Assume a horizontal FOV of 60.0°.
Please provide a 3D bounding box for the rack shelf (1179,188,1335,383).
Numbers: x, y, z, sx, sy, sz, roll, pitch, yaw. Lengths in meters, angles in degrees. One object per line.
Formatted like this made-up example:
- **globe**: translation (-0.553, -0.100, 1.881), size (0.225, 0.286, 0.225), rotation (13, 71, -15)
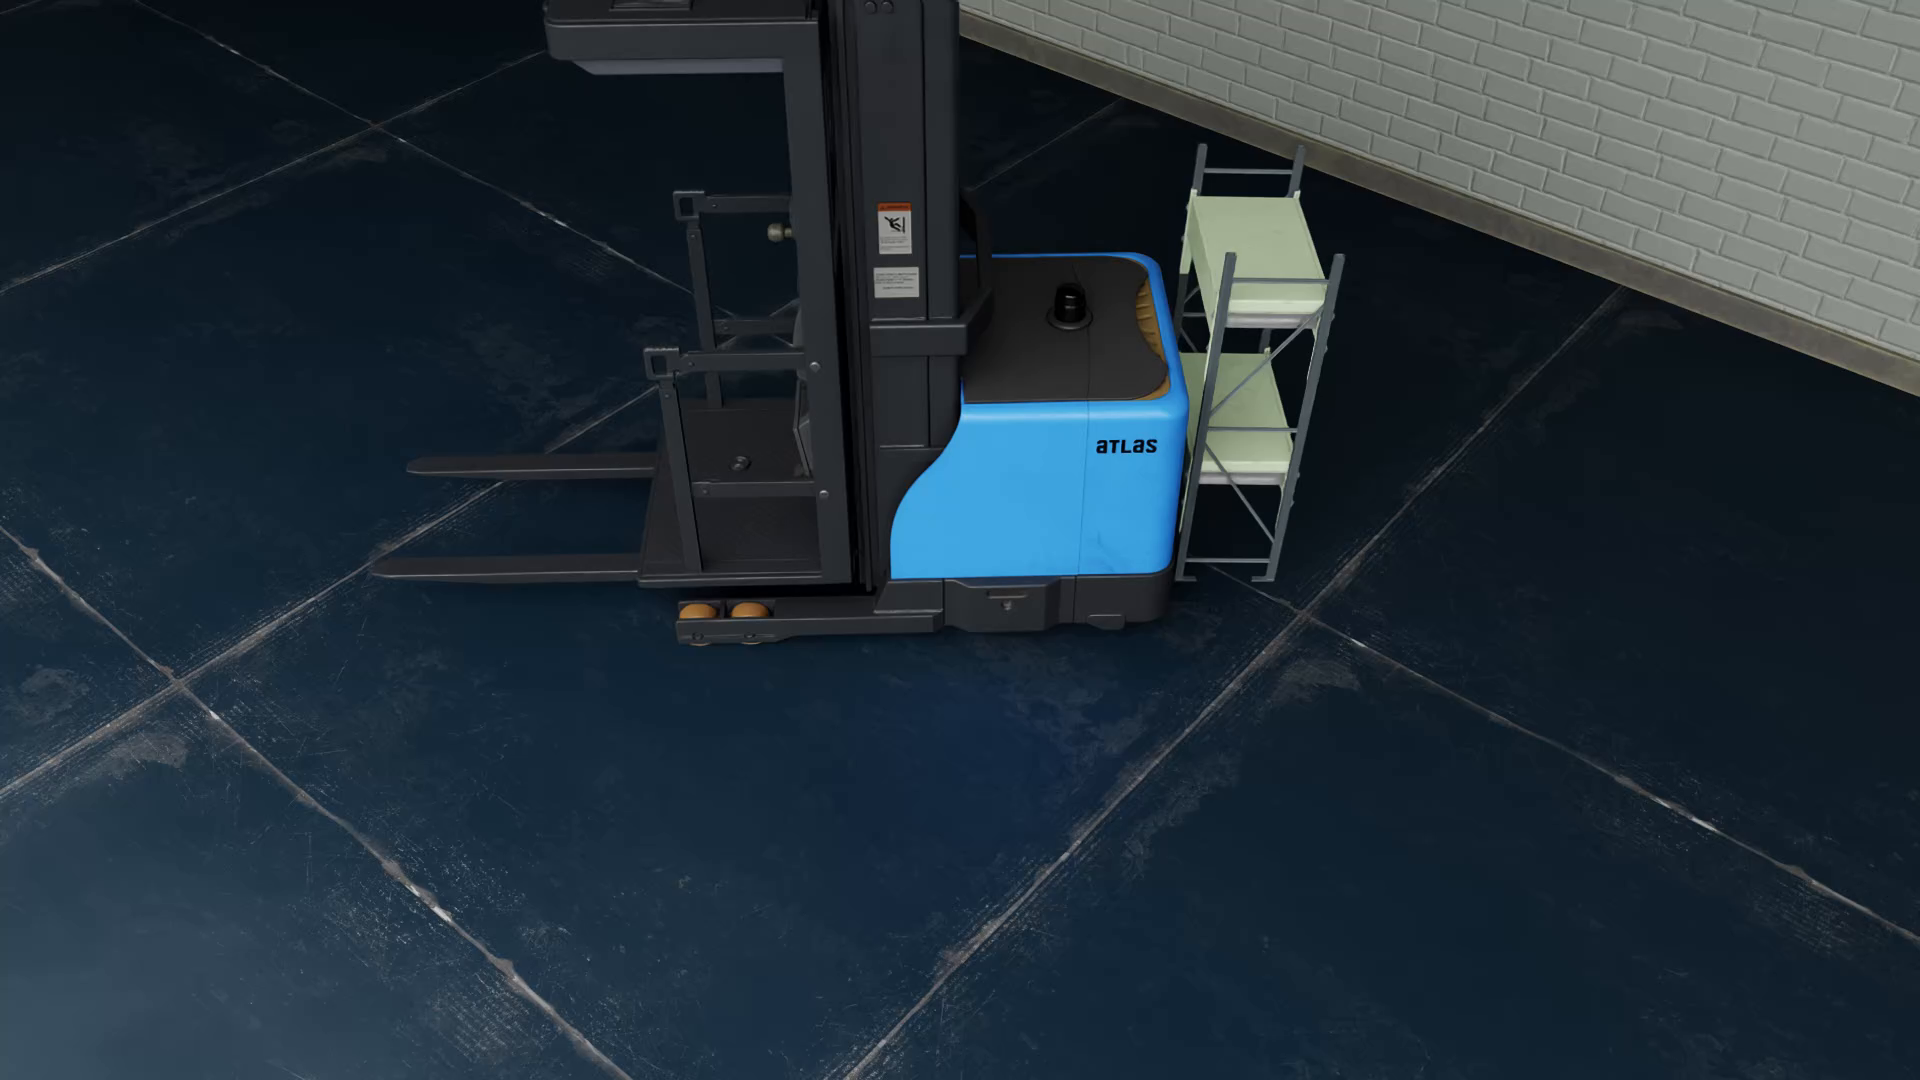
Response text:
- **rack shelf**: translation (1.069, -0.934, 6.072), size (0.431, 0.370, 0.720), rotation (0, 42, -2)

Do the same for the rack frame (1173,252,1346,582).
- **rack frame**: translation (1.065, -0.399, 6.064), size (0.400, 1.500, 0.023), rotation (0, 42, -2)

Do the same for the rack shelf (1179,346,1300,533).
- **rack shelf**: translation (1.046, -0.404, 6.553), size (0.431, 0.370, 0.720), rotation (0, 42, -2)

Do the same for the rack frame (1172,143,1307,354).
- **rack frame**: translation (1.048, -0.892, 6.605), size (0.400, 1.500, 0.023), rotation (0, 42, -2)

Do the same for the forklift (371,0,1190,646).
- **forklift**: translation (-0.722, -1.046, 5.721), size (3.031, 2.935, 1.130), rotation (-1, 42, -1)

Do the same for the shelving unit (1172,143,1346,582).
- **shelving unit**: translation (1.057, -0.646, 6.334), size (0.431, 1.500, 0.755), rotation (0, 42, -2)
